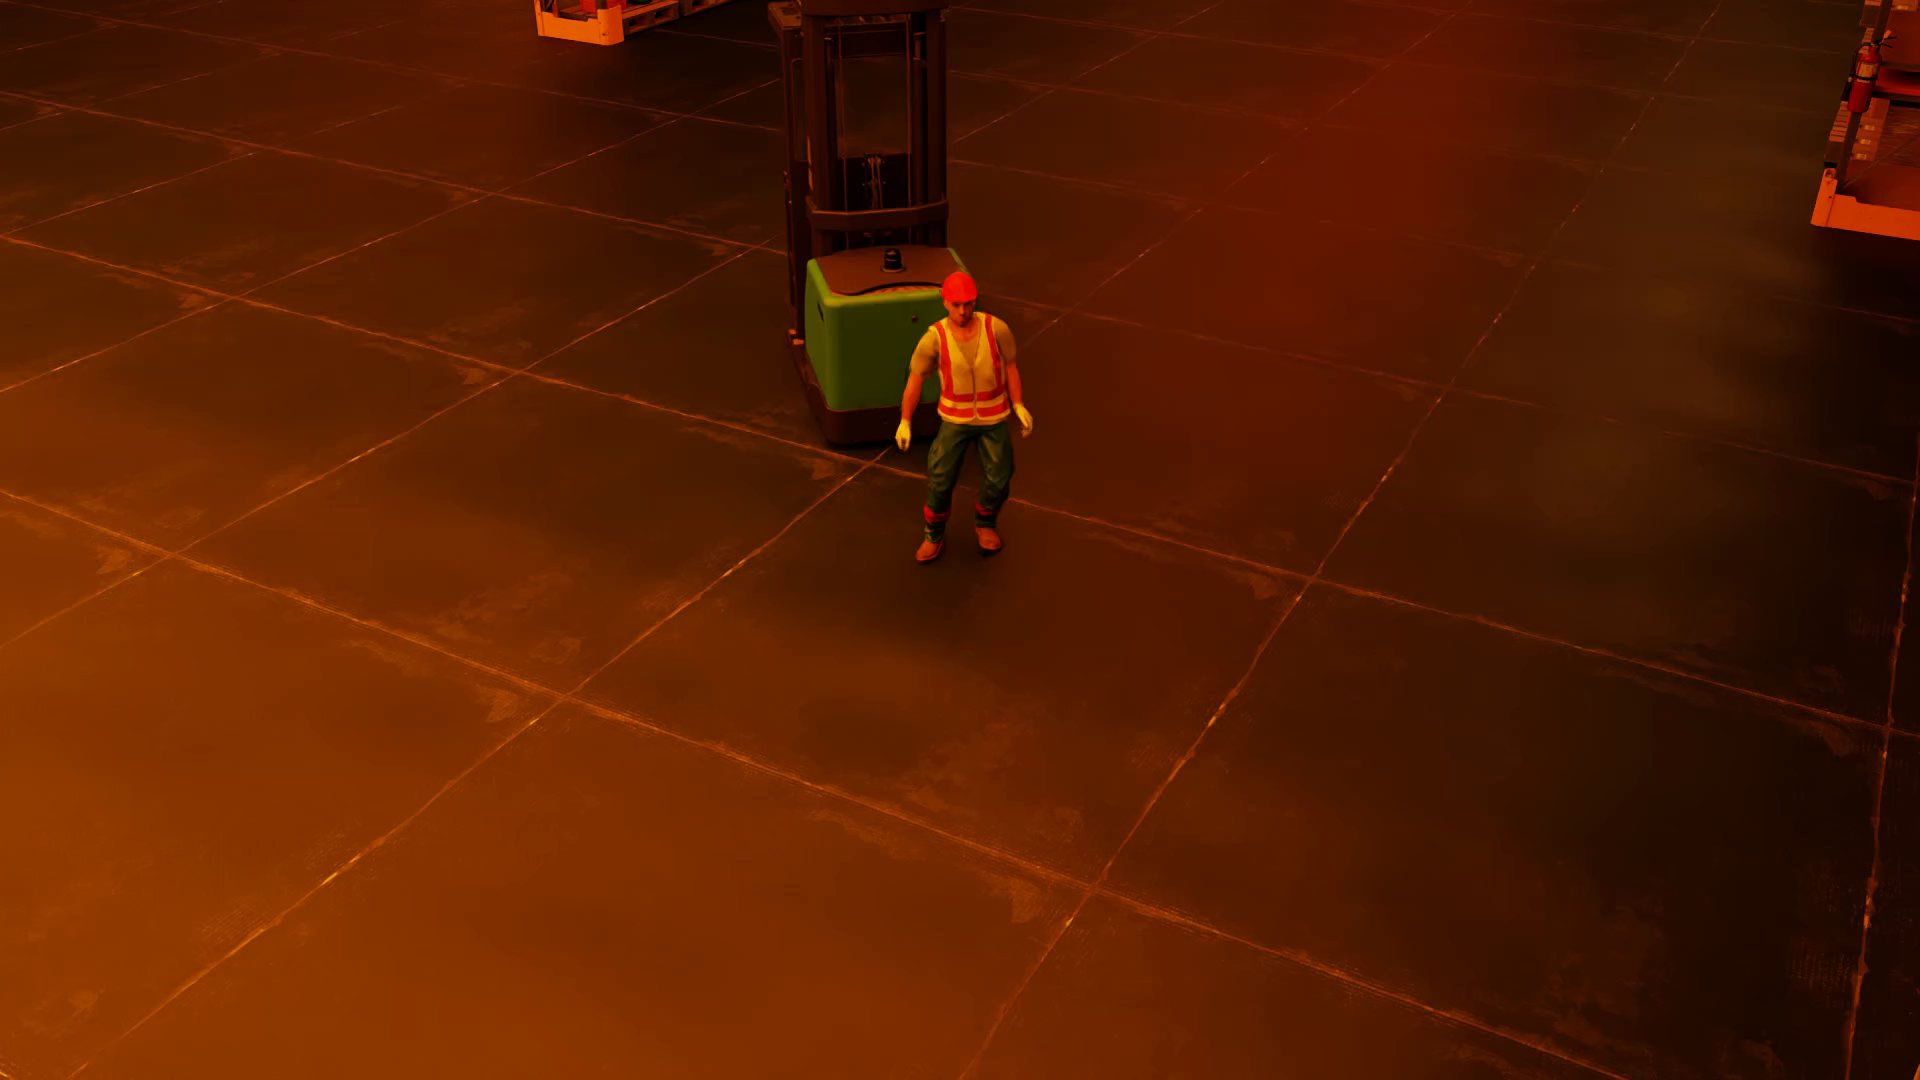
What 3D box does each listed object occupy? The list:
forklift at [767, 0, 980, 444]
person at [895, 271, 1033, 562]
[{"bbox_3d":[-0.691,-2.625,11.618,1.130,2.935,3.031,-7,31,-11],"label":"forklift"},{"bbox_3d":[0.020,-0.686,9.477,0.783,1.730,0.430,-4,30,-6],"label":"person"}]
